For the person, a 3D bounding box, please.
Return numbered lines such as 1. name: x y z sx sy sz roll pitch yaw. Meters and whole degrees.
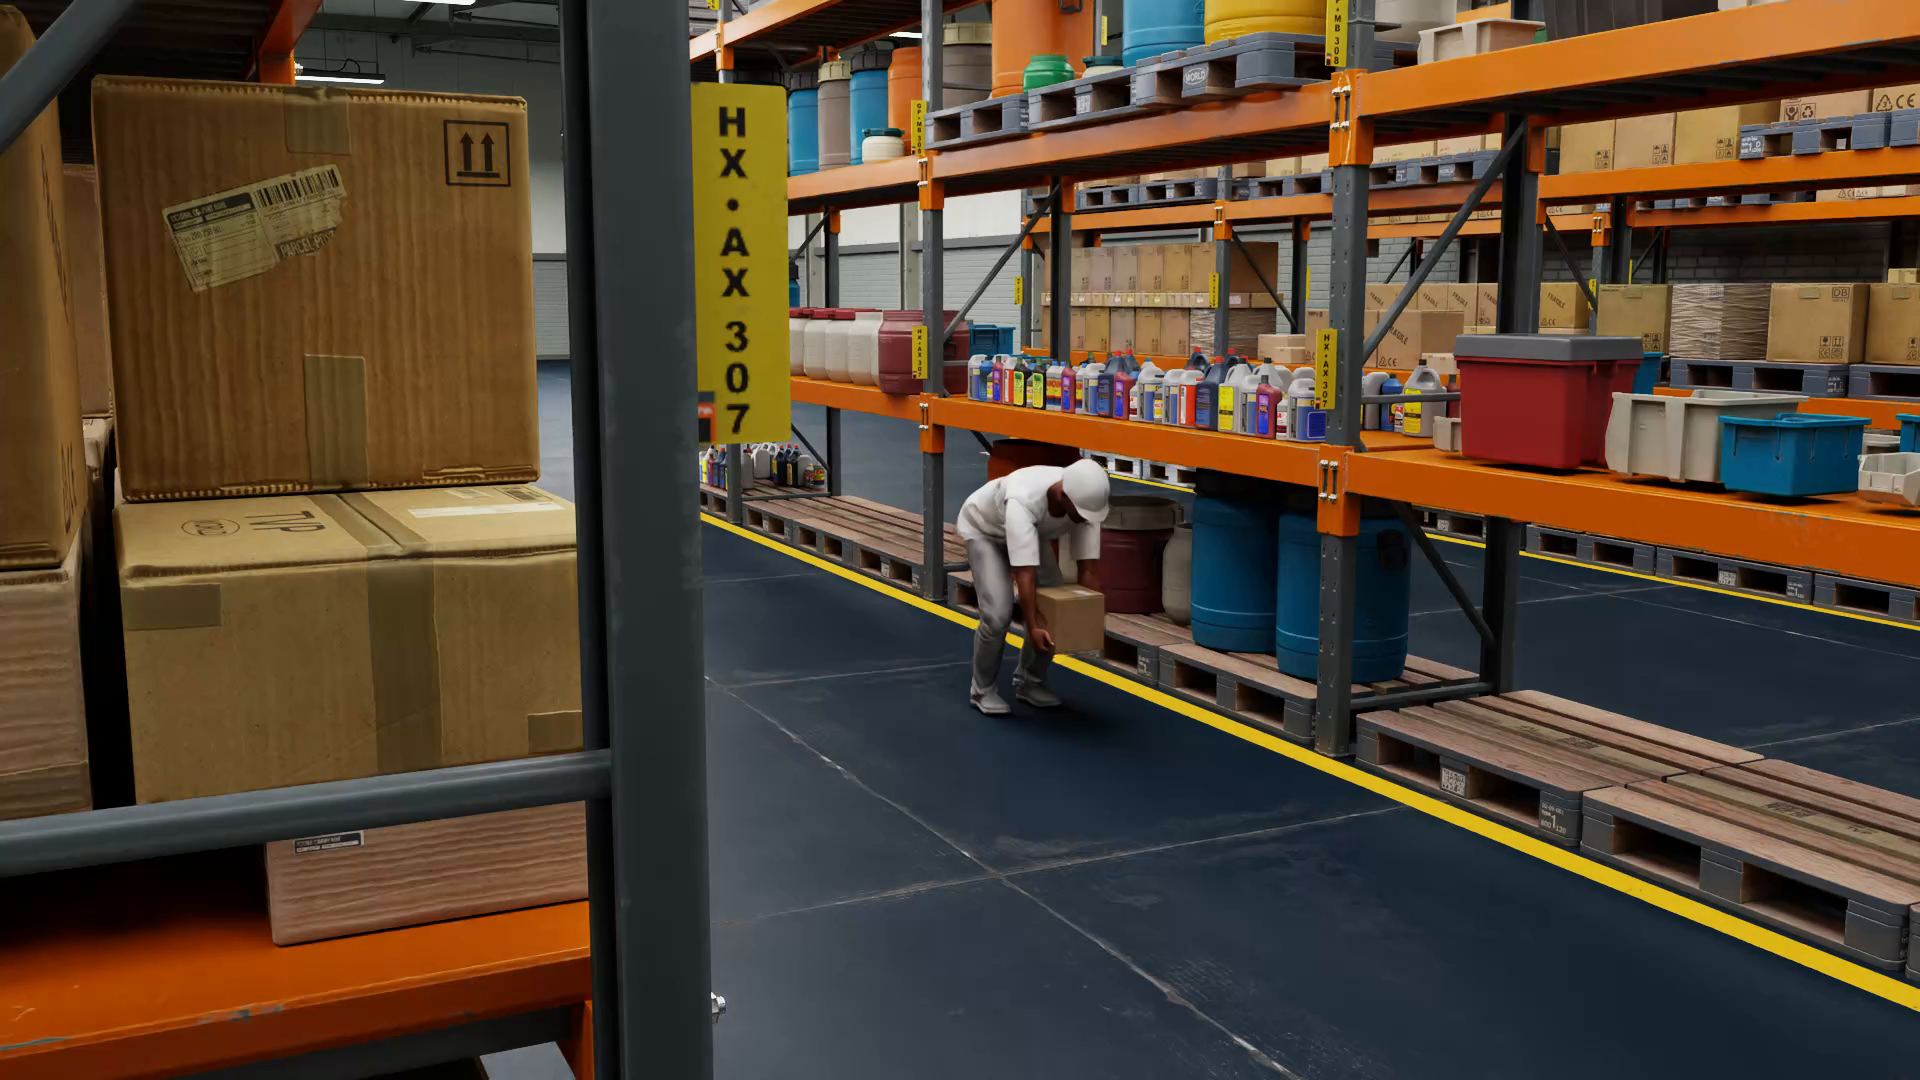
1. person: 0.368 0.210 7.660 0.498 1.231 0.946 -5 10 -31
